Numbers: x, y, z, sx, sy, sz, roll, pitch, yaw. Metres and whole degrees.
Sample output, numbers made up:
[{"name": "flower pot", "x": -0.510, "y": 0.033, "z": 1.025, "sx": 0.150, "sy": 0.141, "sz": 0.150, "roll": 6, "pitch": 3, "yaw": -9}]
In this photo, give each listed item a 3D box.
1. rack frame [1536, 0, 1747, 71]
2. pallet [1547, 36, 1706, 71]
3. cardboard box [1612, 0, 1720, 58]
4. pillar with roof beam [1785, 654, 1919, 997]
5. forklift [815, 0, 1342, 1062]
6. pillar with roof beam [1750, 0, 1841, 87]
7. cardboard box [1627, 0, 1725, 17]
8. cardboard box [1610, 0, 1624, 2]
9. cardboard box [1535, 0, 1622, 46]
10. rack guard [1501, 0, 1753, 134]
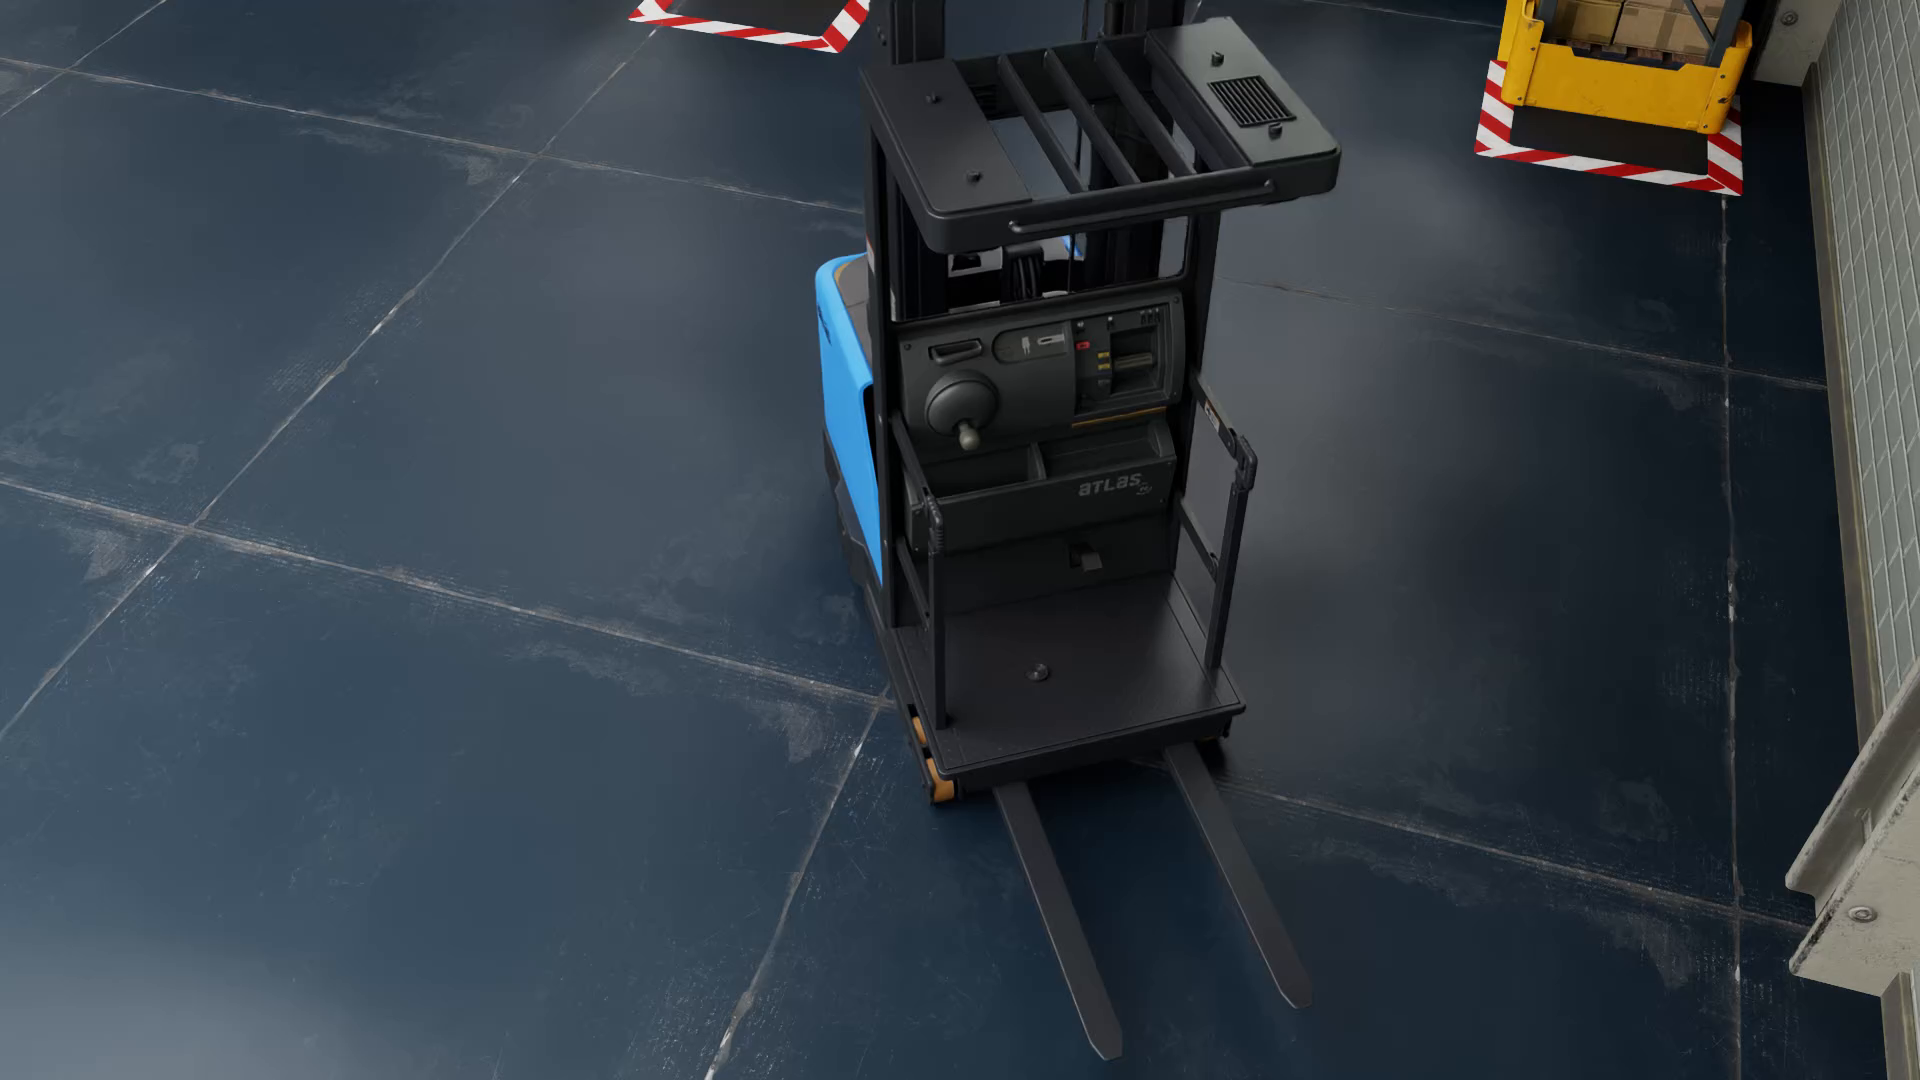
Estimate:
[{"name": "rack frame", "x": 3.614, "y": -3.508, "z": 8.190, "sx": 1.000, "sy": 3.000, "sz": 0.127, "roll": 13, "pitch": 46, "yaw": 13}, {"name": "pallet", "x": 3.806, "y": -3.030, "z": 9.696, "sx": 1.003, "sy": 0.211, "sz": 1.213, "roll": 13, "pitch": 46, "yaw": 13}, {"name": "cardboard box", "x": 3.949, "y": -2.961, "z": 9.297, "sx": 0.500, "sy": 0.250, "sz": 0.500, "roll": 13, "pitch": 46, "yaw": 13}, {"name": "pillar with roof beam", "x": -1.236, "y": -2.838, "z": 3.216, "sx": 9.100, "sy": 9.000, "sz": 0.400, "roll": 13, "pitch": 46, "yaw": 13}, {"name": "forklift", "x": 0.330, "y": -0.443, "z": 5.107, "sx": 1.130, "sy": 2.935, "sz": 3.031, "roll": -11, "pitch": 45, "yaw": -11}, {"name": "pillar with roof beam", "x": 0.581, "y": -6.837, "z": 7.303, "sx": 9.100, "sy": 9.000, "sz": 0.400, "roll": 13, "pitch": 46, "yaw": 13}, {"name": "cardboard box", "x": 3.955, "y": -3.124, "z": 9.106, "sx": 0.500, "sy": 0.250, "sz": 0.500, "roll": 13, "pitch": 46, "yaw": 13}, {"name": "cardboard box", "x": 3.464, "y": -3.245, "z": 9.230, "sx": 0.500, "sy": 0.250, "sz": 0.500, "roll": 12, "pitch": 46, "yaw": 12}, {"name": "cardboard box", "x": 3.456, "y": -3.056, "z": 9.394, "sx": 0.500, "sy": 0.250, "sz": 0.500, "roll": 13, "pitch": 46, "yaw": 13}, {"name": "rack guard", "x": 3.607, "y": -2.599, "z": 9.048, "sx": 1.175, "sy": 0.500, "sz": 0.348, "roll": 13, "pitch": 46, "yaw": 13}]
